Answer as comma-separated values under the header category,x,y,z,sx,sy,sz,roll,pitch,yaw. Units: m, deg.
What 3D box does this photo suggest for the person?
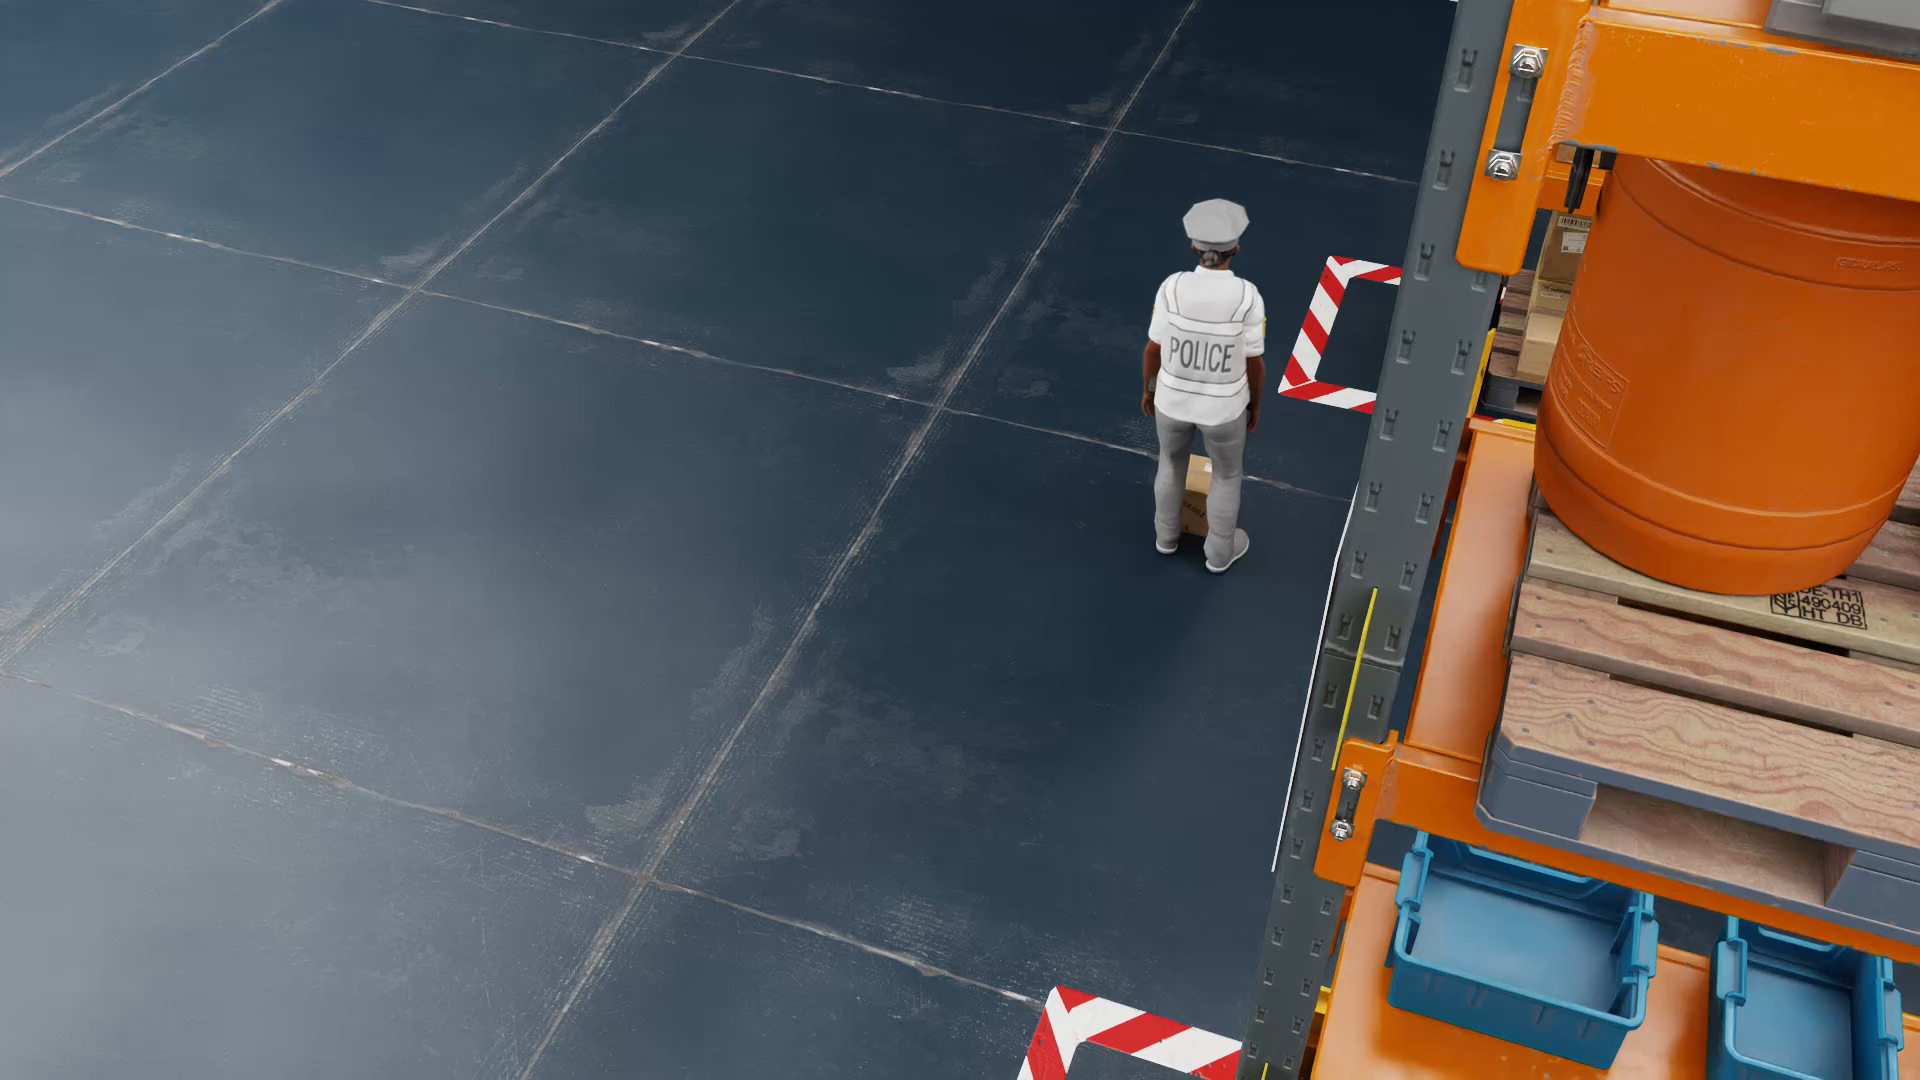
category,x,y,z,sx,sy,sz,roll,pitch,yaw
person,1.003,-0.583,6.813,0.525,1.658,0.427,11,43,12
